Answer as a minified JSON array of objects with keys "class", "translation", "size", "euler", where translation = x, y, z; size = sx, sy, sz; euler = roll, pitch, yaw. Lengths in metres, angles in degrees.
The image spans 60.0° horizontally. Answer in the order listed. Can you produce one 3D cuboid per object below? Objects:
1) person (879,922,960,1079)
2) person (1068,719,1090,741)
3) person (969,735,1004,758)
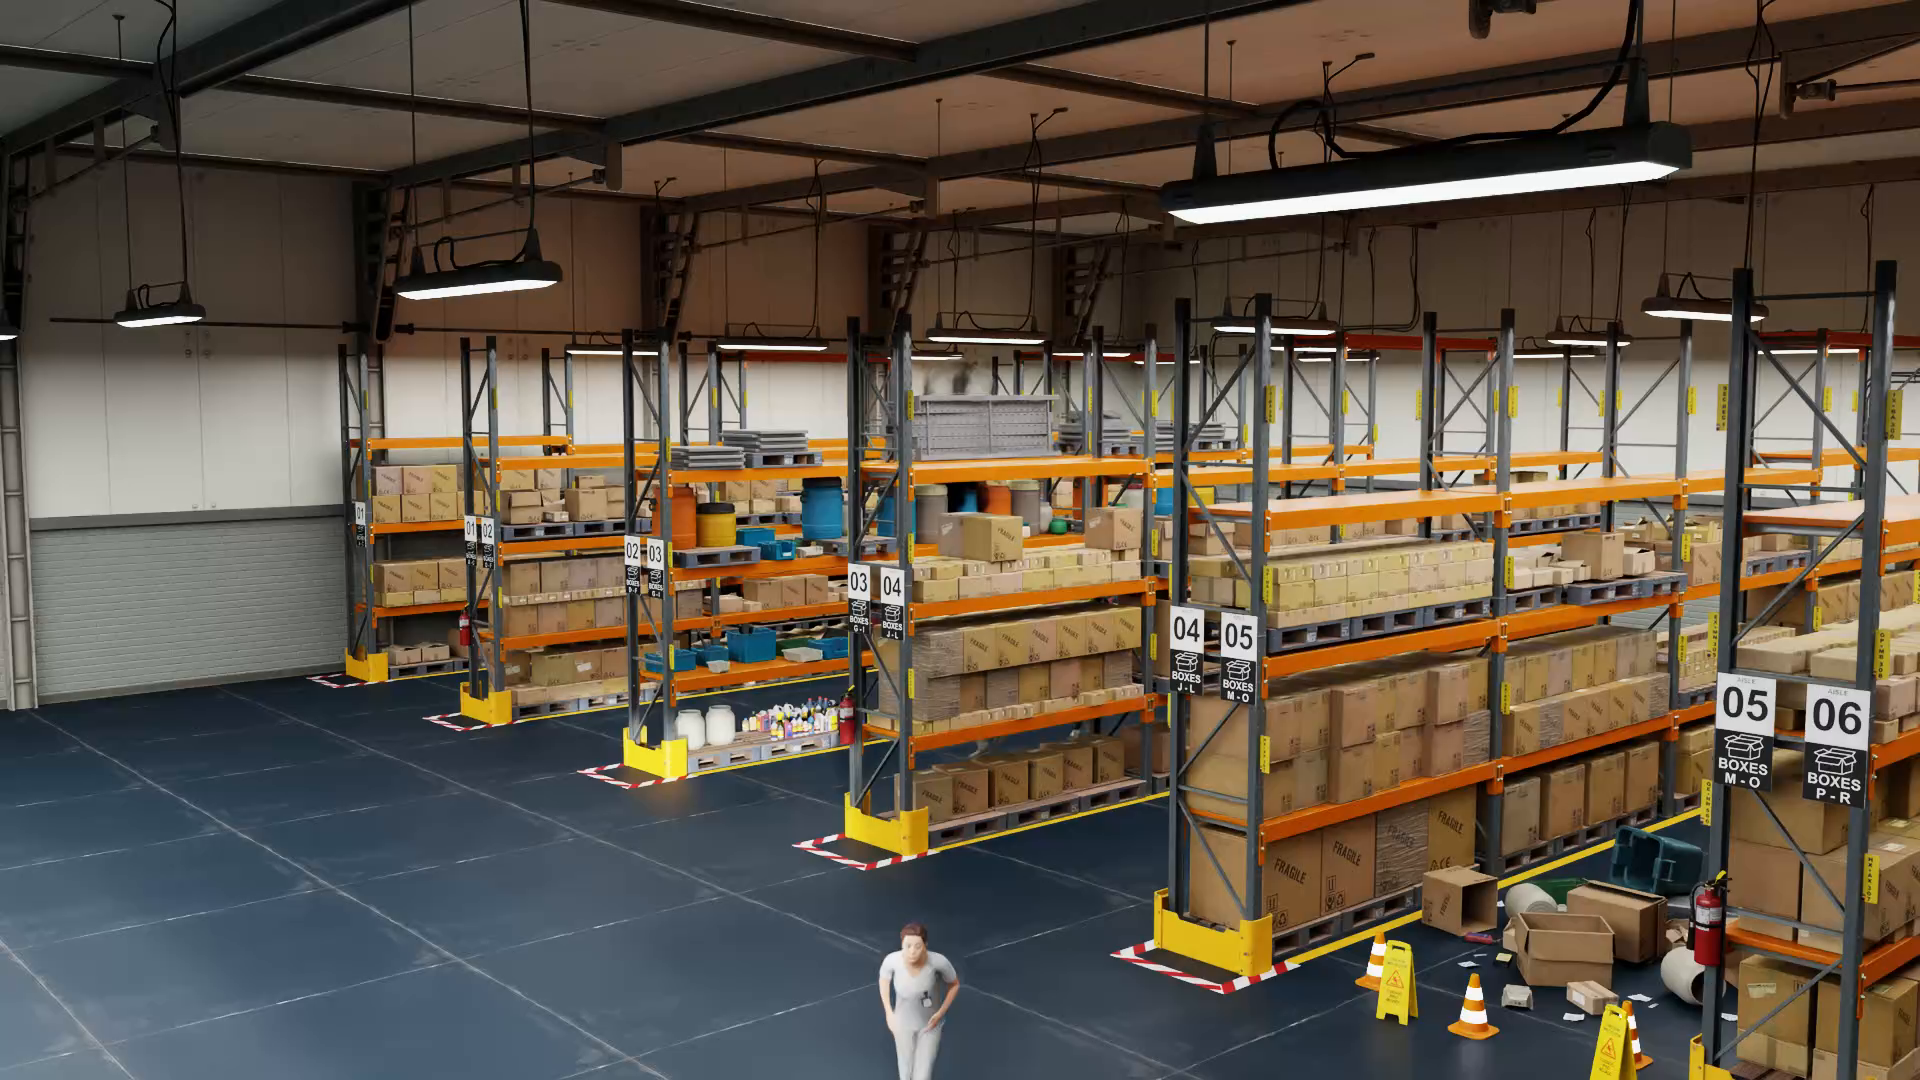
[{"class":"person","translation":[-0.276,3.360,11.539],"size":[0.561,1.614,0.818],"euler":[0,5,2]},{"class":"person","translation":[1.706,1.976,23.499],"size":[0.707,1.672,0.521],"euler":[-4,7,-38]},{"class":"person","translation":[0.332,2.086,22.187],"size":[0.599,1.652,0.634],"euler":[-3,6,-33]}]
